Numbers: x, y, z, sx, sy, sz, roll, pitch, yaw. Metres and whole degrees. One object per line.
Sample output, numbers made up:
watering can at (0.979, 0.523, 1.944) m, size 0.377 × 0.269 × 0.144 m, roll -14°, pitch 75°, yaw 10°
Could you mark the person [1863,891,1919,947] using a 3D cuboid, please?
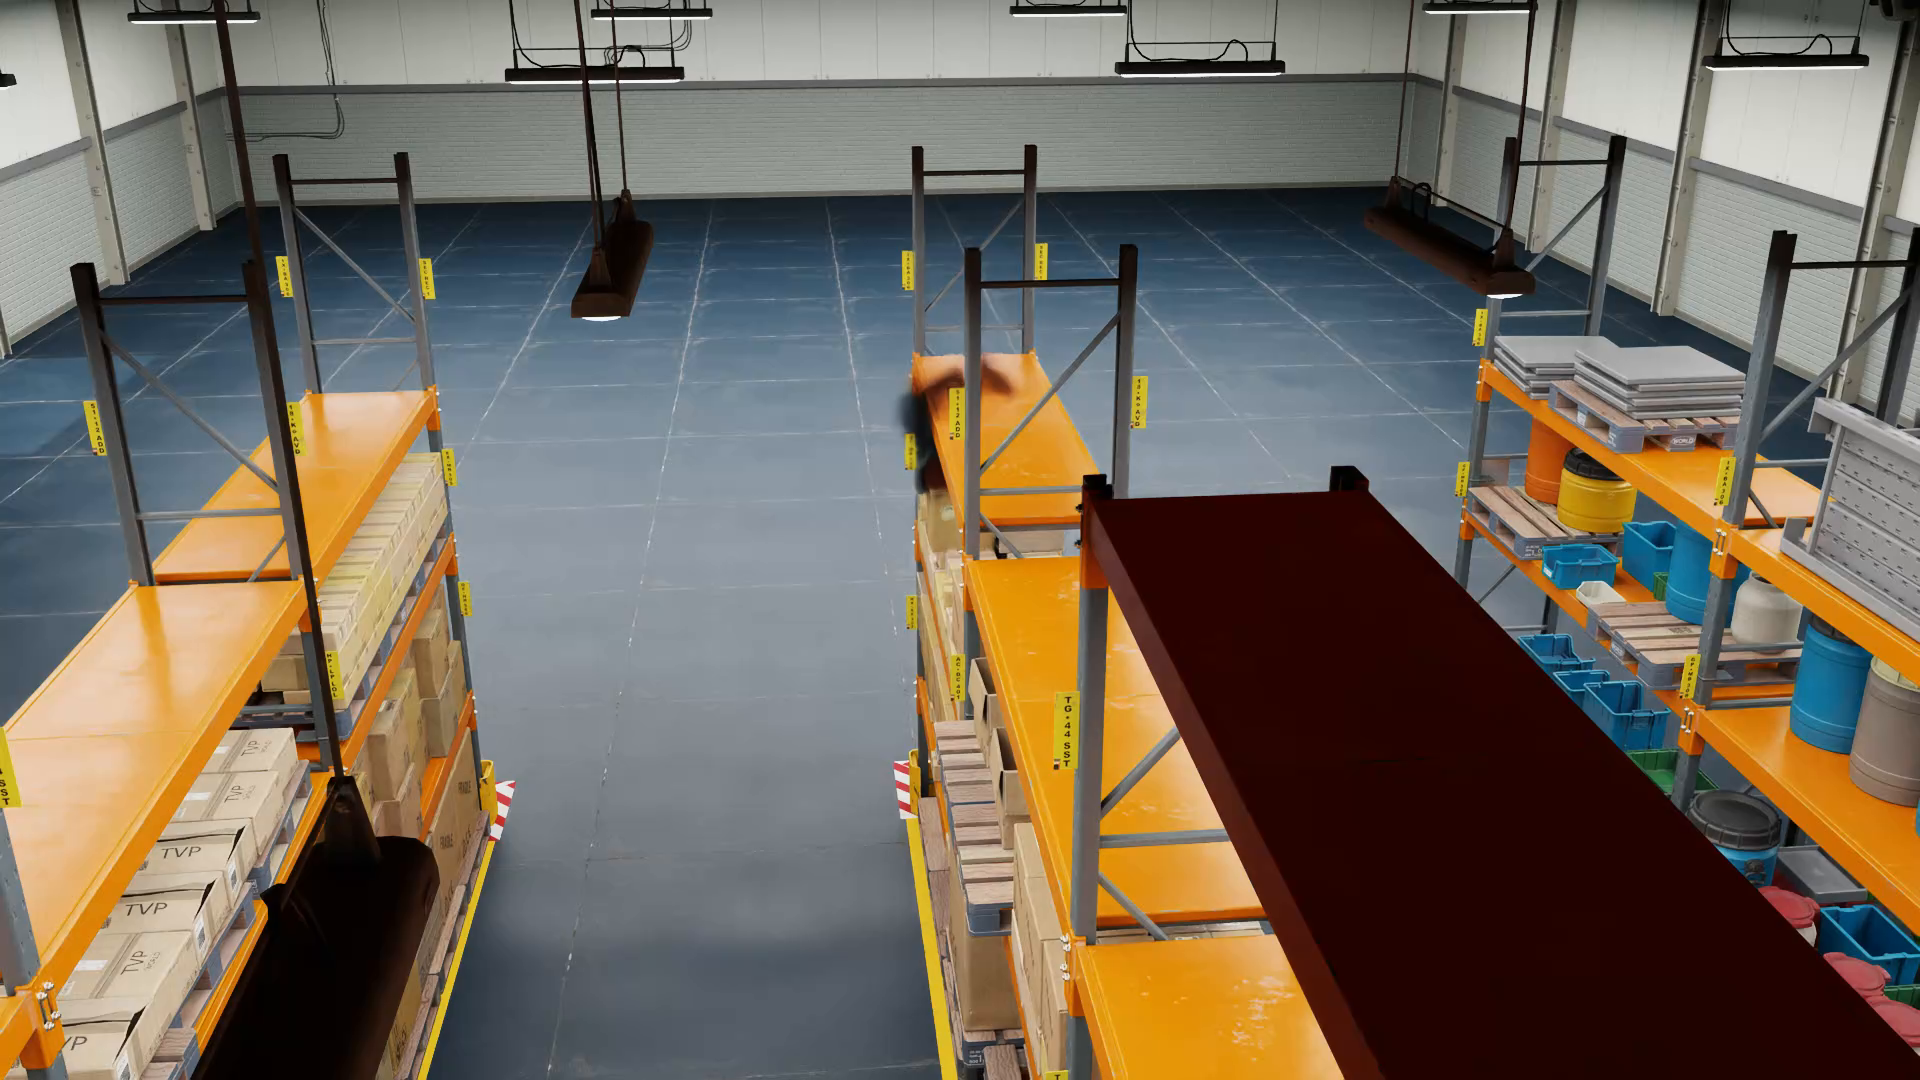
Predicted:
person at (7.370, 2.459, 12.991) m, size 0.681 × 1.853 × 0.795 m, roll -7°, pitch 23°, yaw -18°
